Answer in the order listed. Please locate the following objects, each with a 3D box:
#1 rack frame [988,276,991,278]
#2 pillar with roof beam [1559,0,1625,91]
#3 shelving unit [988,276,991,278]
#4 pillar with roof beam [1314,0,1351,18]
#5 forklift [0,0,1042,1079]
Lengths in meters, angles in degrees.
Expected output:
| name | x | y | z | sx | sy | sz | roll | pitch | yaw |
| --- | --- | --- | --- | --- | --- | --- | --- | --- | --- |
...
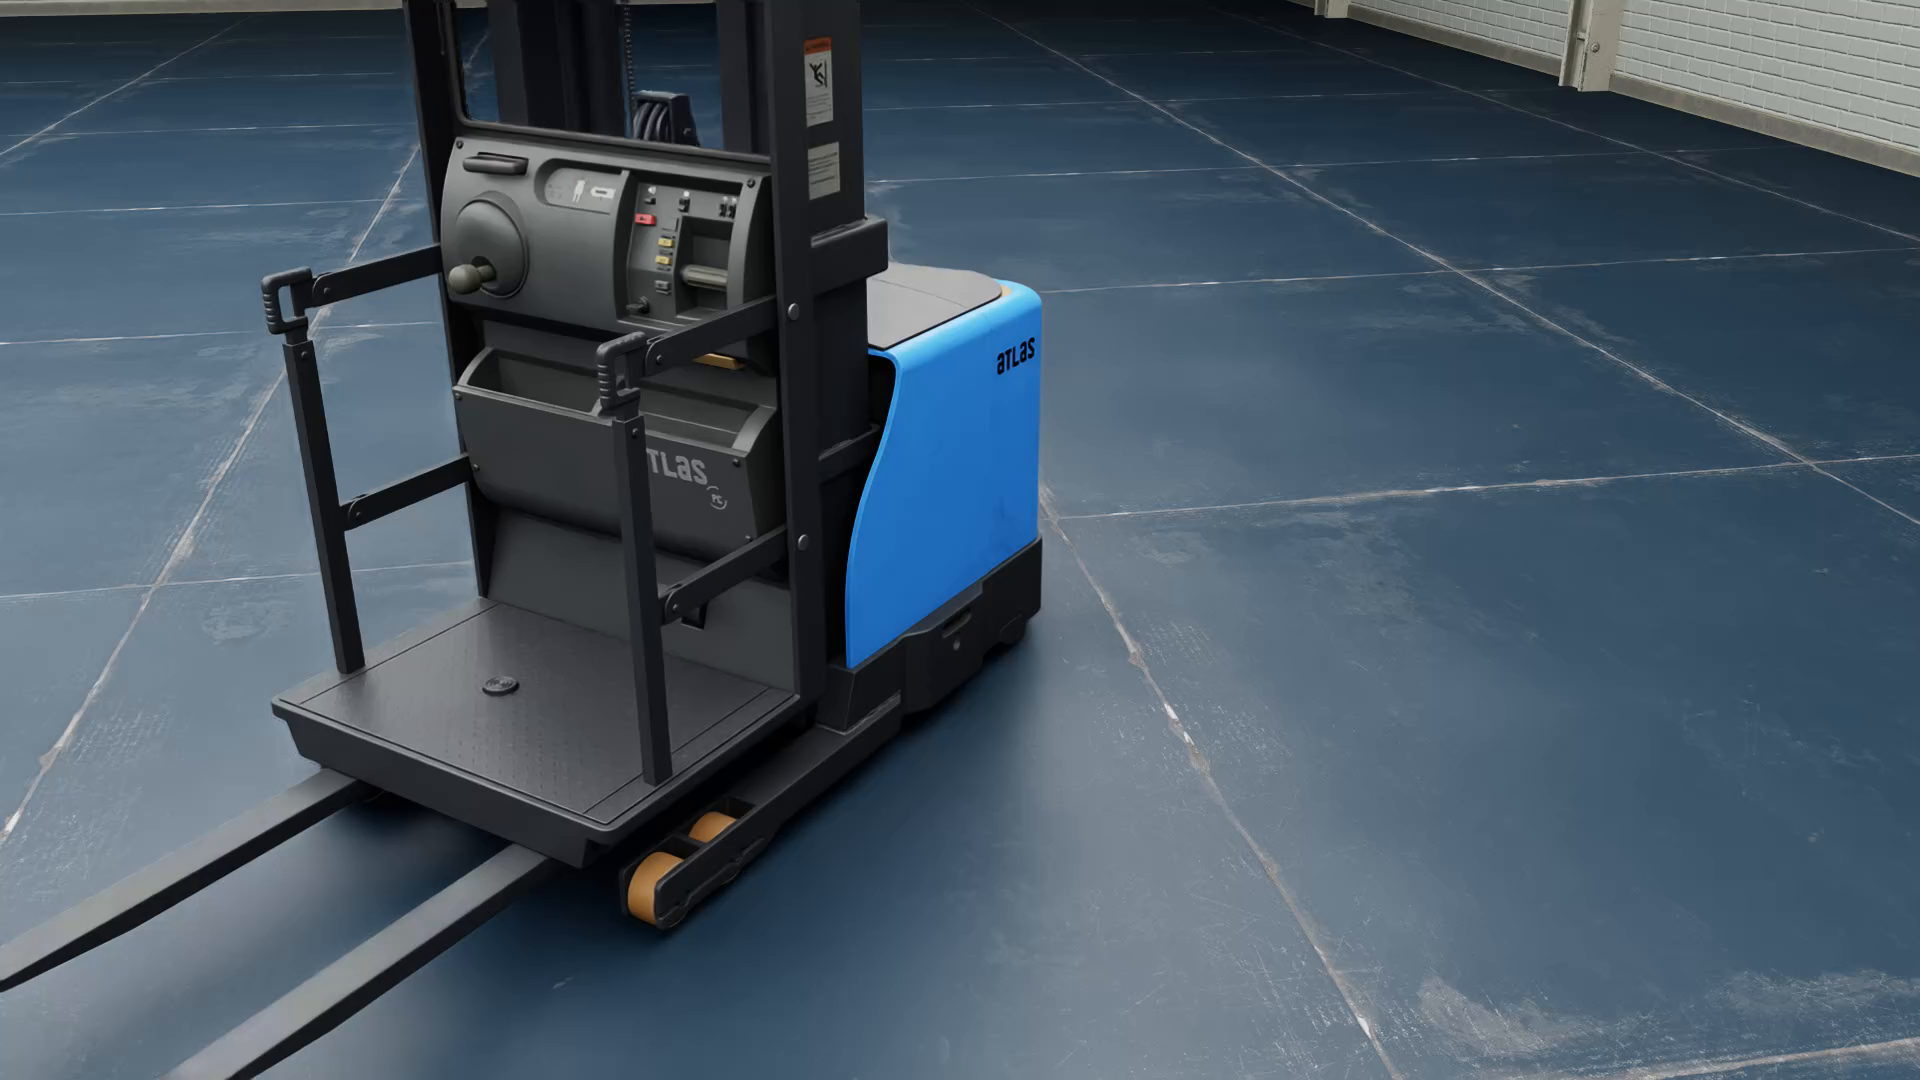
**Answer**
| name | x | y | z | sx | sy | sz | roll | pitch | yaw |
| --- | --- | --- | --- | --- | --- | --- | --- | --- | --- |
| rack frame | -0.017 | -0.449 | 5.654 | 0.240 | 0.900 | 0.006 | -4 | 24 | -10 |
| pillar with roof beam | 1.496 | -7.952 | 12.714 | 9.100 | 9.000 | 0.400 | -4 | 24 | -10 |
| shelving unit | 0.001 | -0.409 | 5.563 | 0.258 | 0.900 | 0.210 | -4 | 24 | -10 |
| pillar with roof beam | 0.387 | -10.312 | 18.118 | 9.100 | 9.000 | 0.400 | -4 | 24 | -10 |
| forklift | -0.948 | -0.681 | 3.648 | 1.130 | 2.935 | 3.031 | 14 | 27 | 28 |
